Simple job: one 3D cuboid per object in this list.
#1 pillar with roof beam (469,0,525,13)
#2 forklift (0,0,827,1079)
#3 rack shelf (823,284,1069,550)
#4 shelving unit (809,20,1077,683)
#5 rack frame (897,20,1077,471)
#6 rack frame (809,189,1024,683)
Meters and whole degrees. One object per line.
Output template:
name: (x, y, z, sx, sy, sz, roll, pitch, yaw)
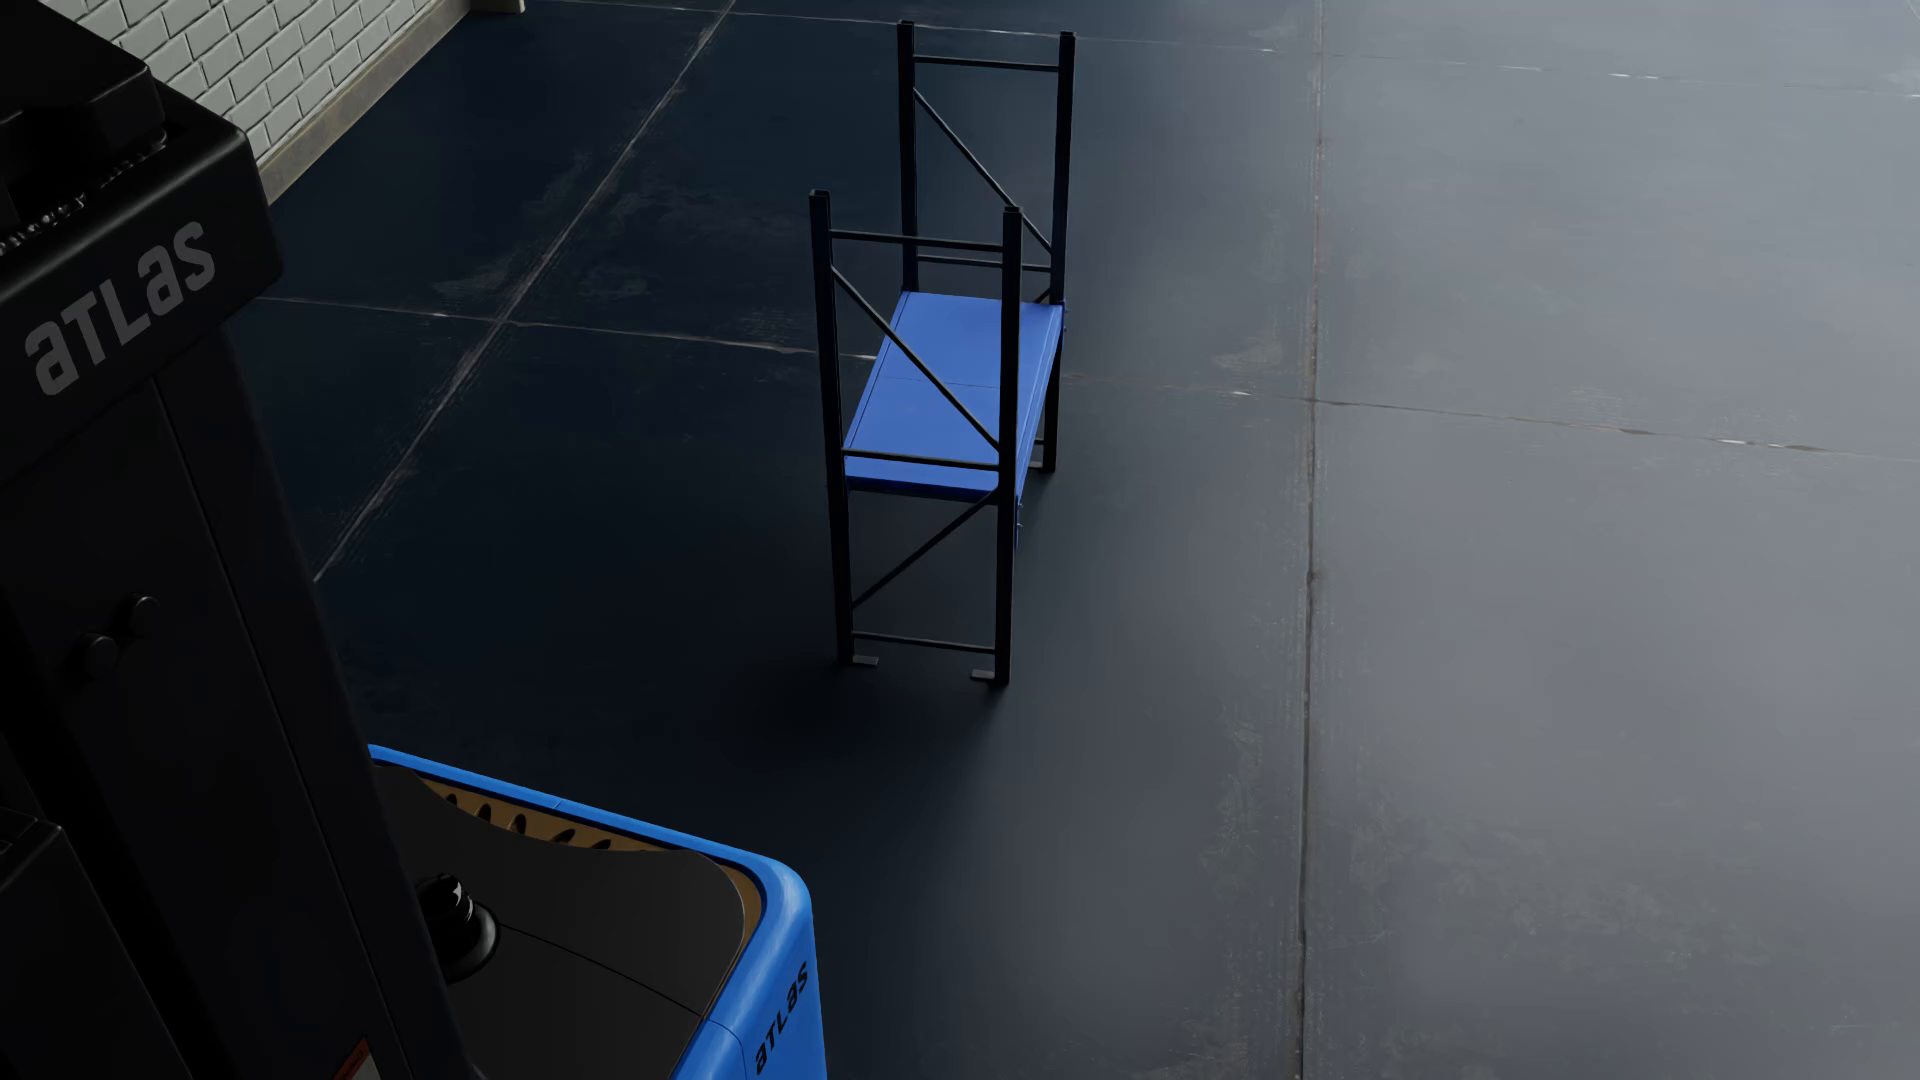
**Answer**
pillar with roof beam: (1.877, -5.829, 5.239, 9.100, 9.000, 0.400, 6, 40, 8)
forklift: (-1.213, 1.051, 1.679, 1.130, 2.935, 3.031, 13, 41, 15)
rack shelf: (-0.015, -0.386, 4.822, 0.538, 0.185, 1.000, 6, 40, 8)
shelving unit: (-0.015, -0.524, 4.707, 0.538, 1.500, 1.048, 6, 40, 8)
rack frame: (0.073, -0.844, 5.093, 0.500, 1.500, 0.032, 6, 40, 8)
rack frame: (-0.103, -0.205, 4.321, 0.500, 1.500, 0.032, 6, 40, 8)
